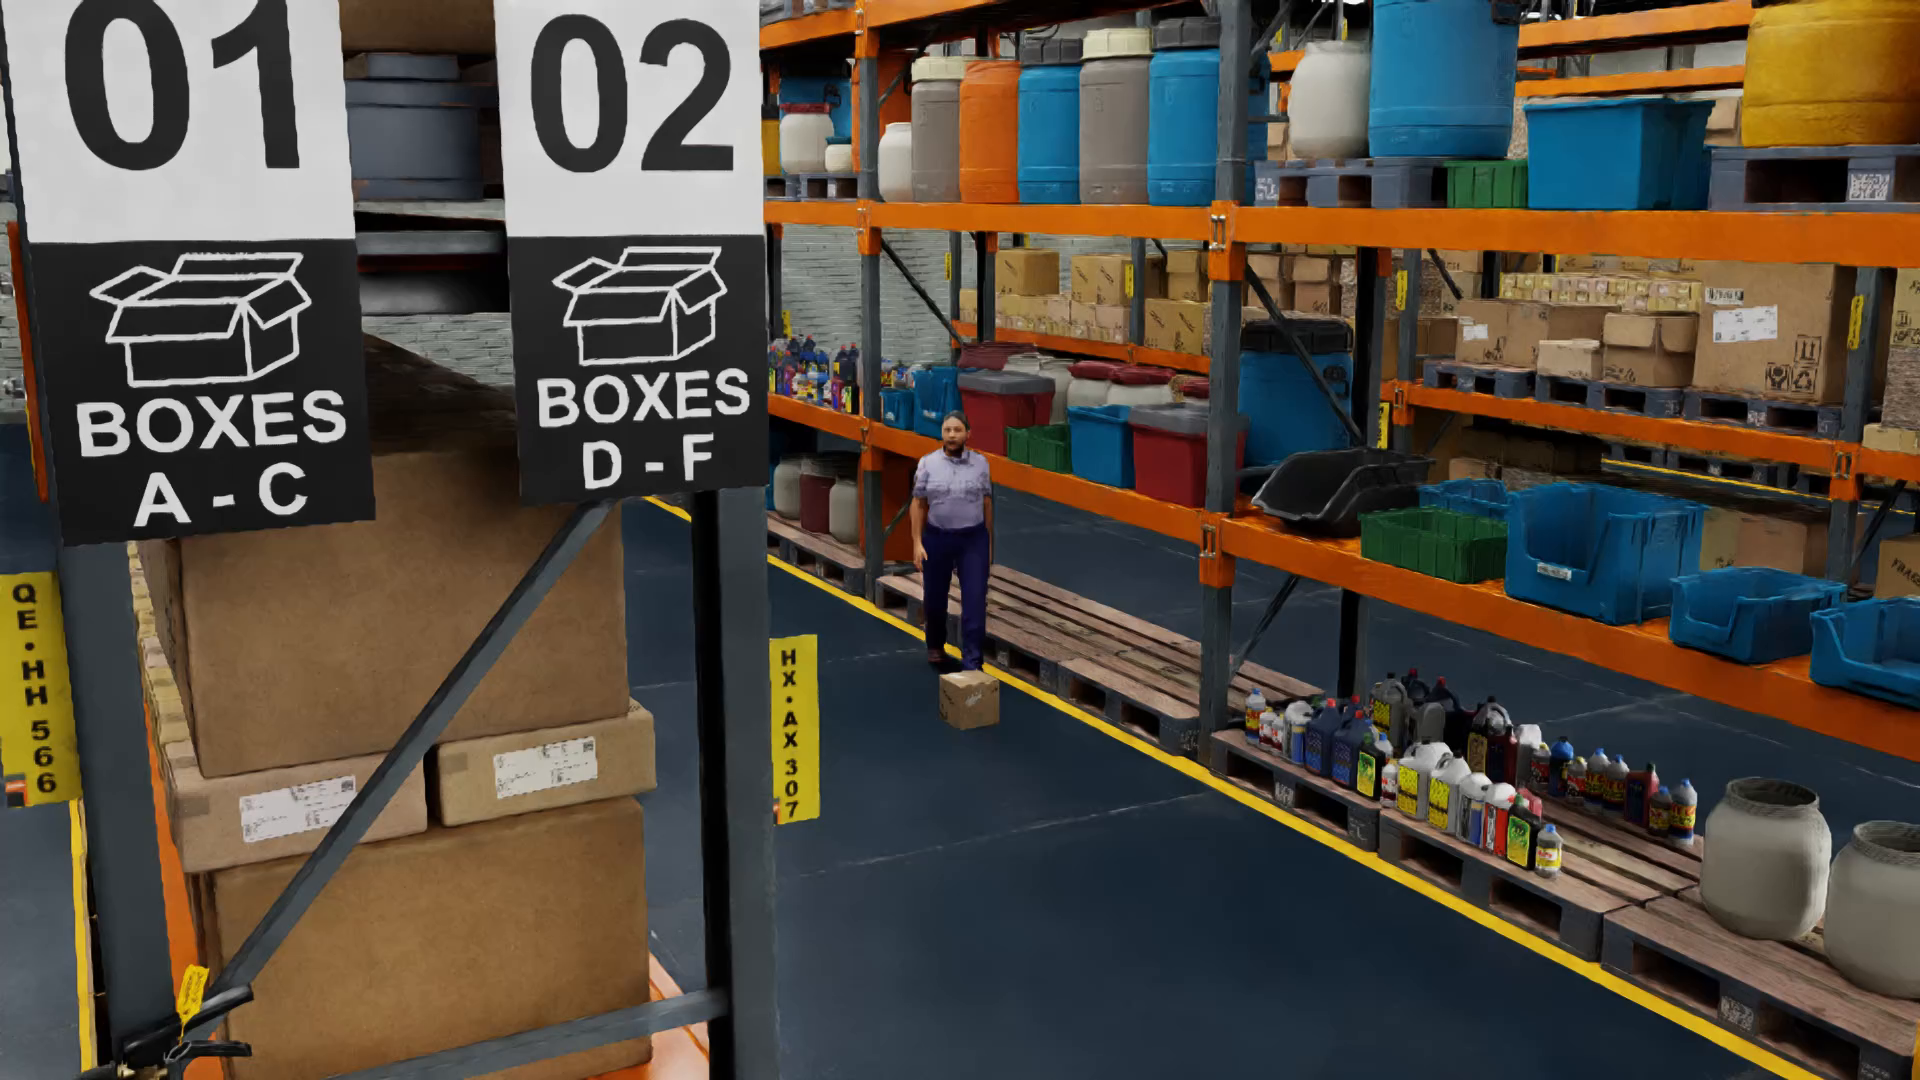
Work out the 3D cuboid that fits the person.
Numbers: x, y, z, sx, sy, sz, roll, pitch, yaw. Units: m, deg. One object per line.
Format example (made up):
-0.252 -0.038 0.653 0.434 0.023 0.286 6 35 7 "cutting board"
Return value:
-0.045 0.033 9.855 0.497 1.608 0.885 -1 12 -3 "person"
